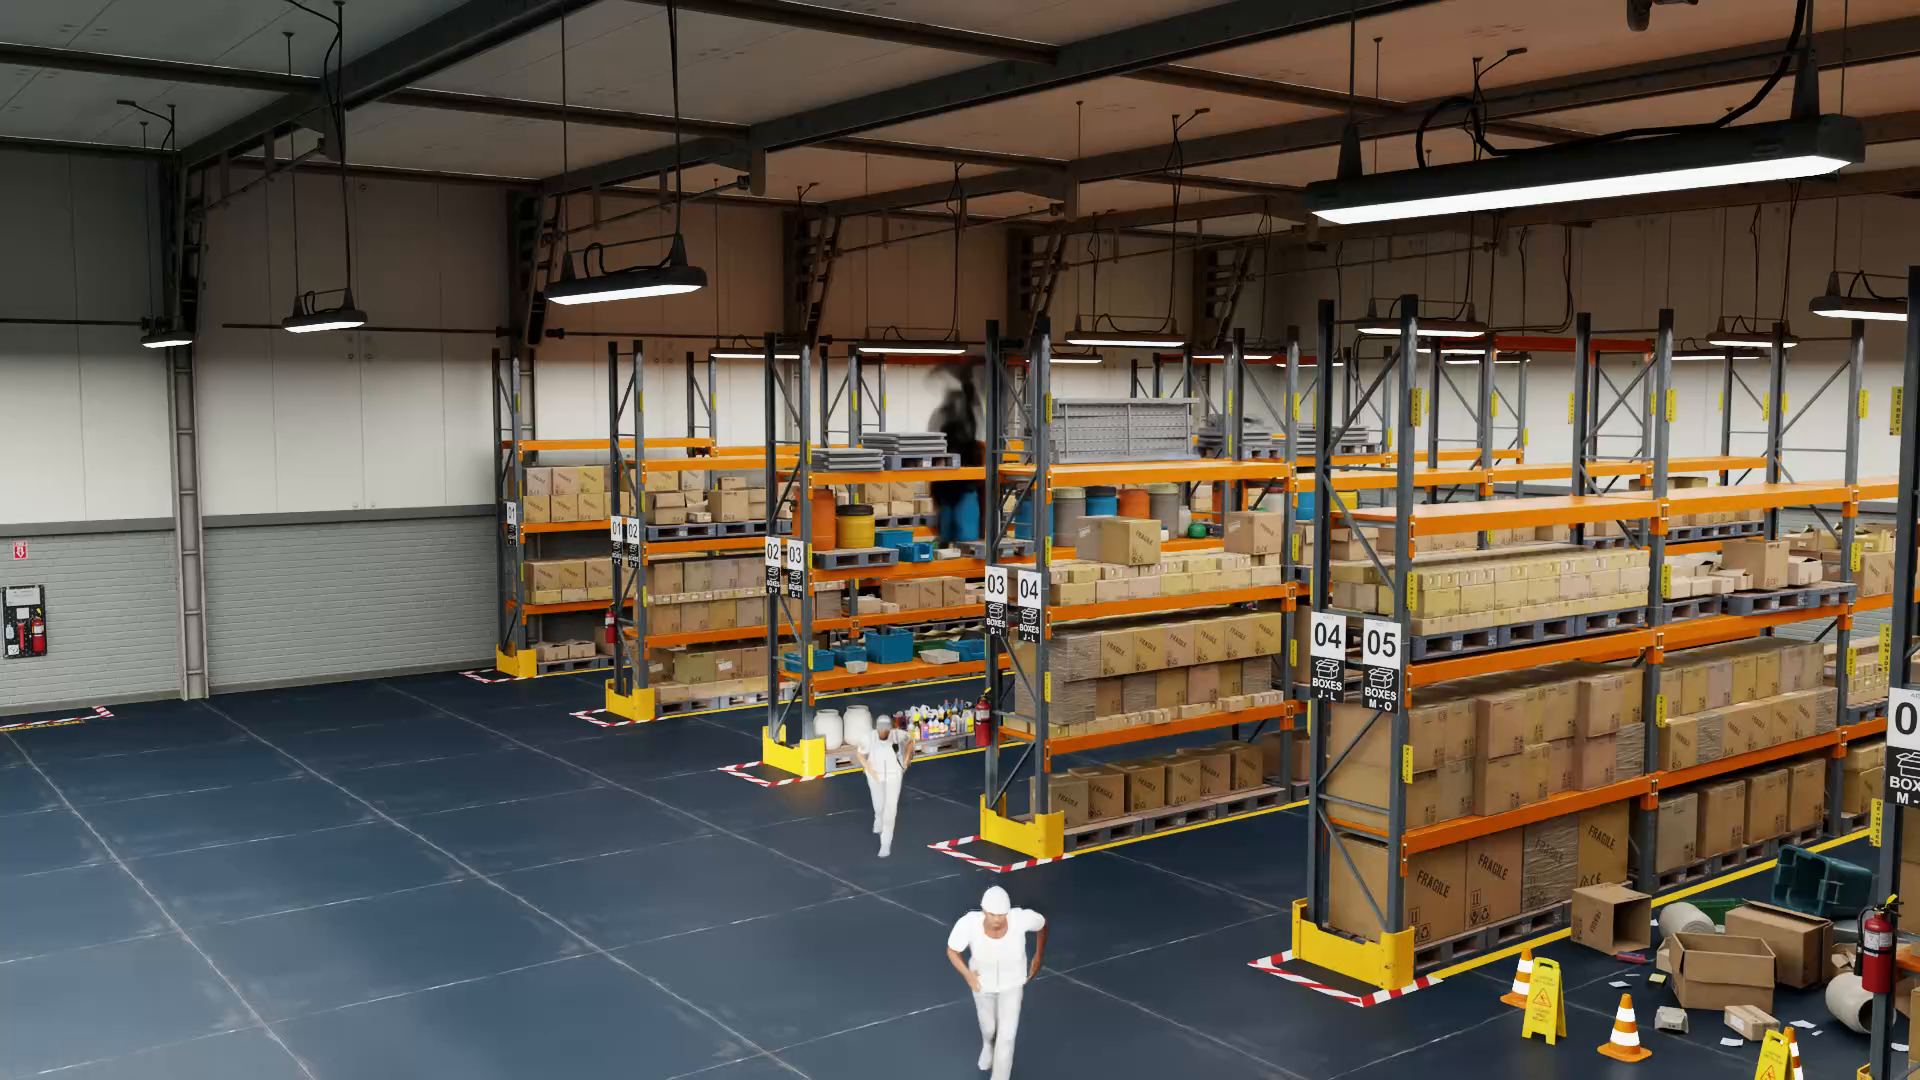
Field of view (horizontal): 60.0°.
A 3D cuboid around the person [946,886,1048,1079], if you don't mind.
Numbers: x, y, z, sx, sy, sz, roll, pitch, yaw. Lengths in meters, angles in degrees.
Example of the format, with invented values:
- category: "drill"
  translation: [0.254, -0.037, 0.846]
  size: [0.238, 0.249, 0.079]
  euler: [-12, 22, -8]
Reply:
- category: "person"
  translation: [0.269, 3.279, 12.185]
  size: [0.744, 1.711, 1.057]
  euler: [0, 5, -2]

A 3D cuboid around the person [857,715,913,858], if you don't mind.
- category: "person"
  translation: [-0.856, 2.736, 18.960]
  size: [0.641, 1.627, 1.016]
  euler: [-1, 5, -6]
